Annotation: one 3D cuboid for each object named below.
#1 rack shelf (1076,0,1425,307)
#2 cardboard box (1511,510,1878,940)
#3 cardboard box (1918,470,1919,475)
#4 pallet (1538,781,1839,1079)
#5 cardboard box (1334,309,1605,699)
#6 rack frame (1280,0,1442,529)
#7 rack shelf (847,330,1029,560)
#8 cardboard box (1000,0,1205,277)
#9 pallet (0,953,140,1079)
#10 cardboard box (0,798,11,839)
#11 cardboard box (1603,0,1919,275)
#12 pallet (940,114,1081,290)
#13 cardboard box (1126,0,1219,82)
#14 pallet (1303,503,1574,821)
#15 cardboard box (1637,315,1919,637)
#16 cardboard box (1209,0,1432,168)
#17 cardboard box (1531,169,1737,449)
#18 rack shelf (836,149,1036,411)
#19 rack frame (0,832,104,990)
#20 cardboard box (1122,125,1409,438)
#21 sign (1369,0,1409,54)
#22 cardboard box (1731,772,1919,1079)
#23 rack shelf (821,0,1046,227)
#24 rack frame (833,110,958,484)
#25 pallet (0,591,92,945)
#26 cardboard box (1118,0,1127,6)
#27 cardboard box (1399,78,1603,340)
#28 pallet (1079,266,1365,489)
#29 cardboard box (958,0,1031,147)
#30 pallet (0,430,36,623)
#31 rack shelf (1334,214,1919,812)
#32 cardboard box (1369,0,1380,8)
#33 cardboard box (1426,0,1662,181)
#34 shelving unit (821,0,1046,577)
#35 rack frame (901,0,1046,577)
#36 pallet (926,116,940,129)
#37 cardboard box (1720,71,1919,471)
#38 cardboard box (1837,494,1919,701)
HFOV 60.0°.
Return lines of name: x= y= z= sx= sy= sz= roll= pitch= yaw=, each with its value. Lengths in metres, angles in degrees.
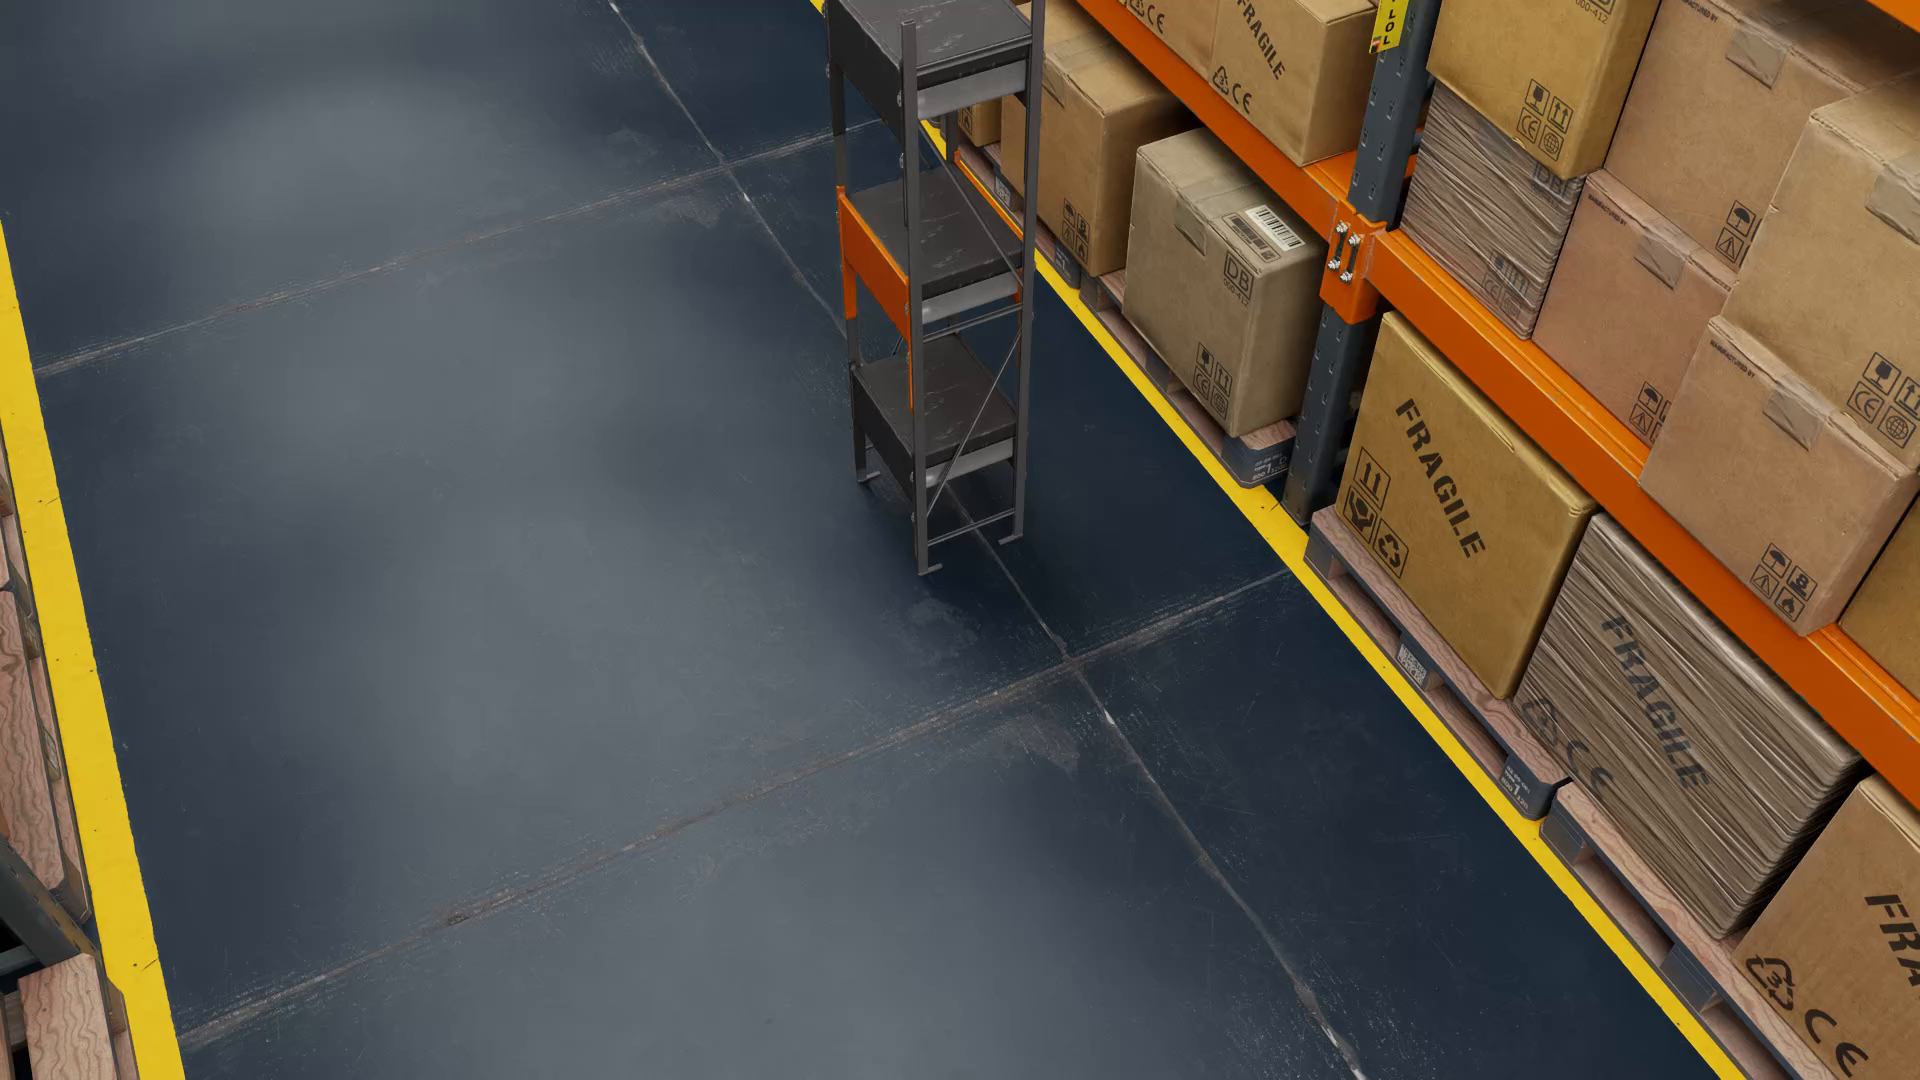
rack shelf: x=0.685 y=-2.343 z=6.285 sx=1.077 sy=0.370 sz=4.000 roll=-21 pitch=52 yaw=-18
cardboard box: x=2.241 y=0.367 z=4.569 sx=0.875 sy=0.875 sz=0.875 roll=-21 pitch=52 yaw=-17
cardboard box: x=2.467 y=-0.299 z=3.201 sx=0.875 sy=0.550 sz=0.500 roll=-21 pitch=52 yaw=-18
pallet: x=2.440 y=1.030 z=4.709 sx=1.003 sy=0.211 sz=1.213 roll=-21 pitch=52 yaw=-18
cardboard box: x=1.825 y=-0.235 z=5.095 sx=0.875 sy=0.875 sz=0.875 roll=-20 pitch=52 yaw=-17
rack frame: x=1.600 y=-1.241 z=4.843 sx=1.000 sy=3.000 sz=0.127 roll=-21 pitch=52 yaw=-18
rack shelf: x=-0.076 y=-0.332 z=5.594 sx=0.431 sy=0.518 sz=0.480 roll=-21 pitch=52 yaw=-18
cardboard box: x=0.798 y=-1.670 z=6.434 sx=1.050 sy=0.750 sz=0.750 roll=-21 pitch=52 yaw=-18
pallet: x=-2.518 y=1.755 z=4.075 sx=1.003 sy=0.211 sz=1.213 roll=-21 pitch=52 yaw=-18
cardboard box: x=-3.119 y=0.659 z=4.549 sx=0.700 sy=0.500 sz=0.500 roll=-25 pitch=53 yaw=-20
cardboard box: x=2.093 y=-1.059 z=3.867 sx=0.875 sy=0.550 sz=0.550 roll=-21 pitch=52 yaw=-18
pallet: x=0.617 y=-1.631 z=7.037 sx=1.003 sy=0.211 sz=1.213 roll=-21 pitch=52 yaw=-18
cardboard box: x=0.892 y=-1.870 z=5.326 sx=0.500 sy=0.500 sz=0.500 roll=-22 pitch=52 yaw=-18
pallet: x=1.878 y=0.212 z=5.424 sx=1.003 sy=0.211 sz=1.213 roll=-21 pitch=52 yaw=-18
cardboard box: x=2.193 y=-0.286 z=3.907 sx=0.875 sy=0.550 sz=0.550 roll=-21 pitch=52 yaw=-18
cardboard box: x=1.123 y=-1.532 z=5.030 sx=0.500 sy=0.500 sz=0.500 roll=-21 pitch=52 yaw=-18
cardboard box: x=2.051 y=-0.688 z=4.259 sx=0.875 sy=0.550 sz=0.550 roll=-21 pitch=52 yaw=-18
rack shelf: x=-0.076 y=-0.793 z=5.067 sx=0.431 sy=0.518 sz=0.480 roll=-21 pitch=52 yaw=-18
rack frame: x=-2.857 y=0.399 z=3.408 sx=1.000 sy=3.000 sz=0.127 roll=-21 pitch=52 yaw=-18
cardboard box: x=1.236 y=-1.024 z=5.868 sx=1.050 sy=0.750 sz=0.750 roll=-21 pitch=52 yaw=-18
sign: x=1.122 y=-1.403 z=4.268 sx=0.100 sy=0.325 sz=0.005 roll=-21 pitch=52 yaw=-18
cardboard box: x=2.657 y=0.978 z=4.035 sx=0.875 sy=0.875 sz=0.875 roll=-22 pitch=52 yaw=-18
rack shelf: x=-0.076 y=-1.254 z=4.540 sx=0.431 sy=0.518 sz=0.480 roll=-21 pitch=52 yaw=-18
rack frame: x=-0.187 y=-0.965 z=5.199 sx=0.400 sy=2.100 sz=0.015 roll=-21 pitch=52 yaw=-18
pallet: x=-3.214 y=0.797 z=4.913 sx=1.003 sy=0.211 sz=1.213 roll=-21 pitch=52 yaw=-18
cardboard box: x=0.661 y=-2.208 z=5.622 sx=0.500 sy=0.500 sz=0.500 roll=-21 pitch=52 yaw=-17
cardboard box: x=1.779 y=-1.048 z=4.574 sx=0.875 sy=0.550 sz=0.550 roll=-21 pitch=52 yaw=-18
pallet: x=1.180 y=-0.814 z=6.322 sx=1.003 sy=0.211 sz=1.213 roll=-21 pitch=52 yaw=-18
cardboard box: x=0.371 y=-2.294 z=6.979 sx=1.050 sy=0.750 sz=0.750 roll=-20 pitch=52 yaw=-17
pallet: x=-3.777 y=-0.021 z=5.628 sx=1.003 sy=0.211 sz=1.213 roll=-21 pitch=52 yaw=-18
rack shelf: x=2.515 y=0.334 z=3.943 sx=1.077 sy=0.370 sz=4.000 roll=-21 pitch=52 yaw=-18
cardboard box: x=1.367 y=-1.934 z=4.718 sx=0.700 sy=0.500 sz=0.500 roll=-22 pitch=52 yaw=-18
cardboard box: x=1.738 y=-1.388 z=4.154 sx=0.875 sy=0.550 sz=0.550 roll=-21 pitch=52 yaw=-18
shelving unit: x=-0.076 y=-0.802 z=5.057 sx=0.431 sy=2.100 sz=0.503 roll=-21 pitch=52 yaw=-18
rack frame: x=0.036 y=-0.639 z=4.914 sx=0.400 sy=2.100 sz=0.015 roll=-21 pitch=52 yaw=-18
pallet: x=0.063 y=-2.447 z=7.750 sx=1.003 sy=0.211 sz=1.213 roll=-21 pitch=52 yaw=-18
cardboard box: x=2.218 y=-0.651 z=3.509 sx=0.875 sy=0.550 sz=0.550 roll=-21 pitch=52 yaw=-18
cardboard box: x=2.525 y=0.034 z=3.627 sx=0.875 sy=0.550 sz=0.500 roll=-21 pitch=52 yaw=-18
